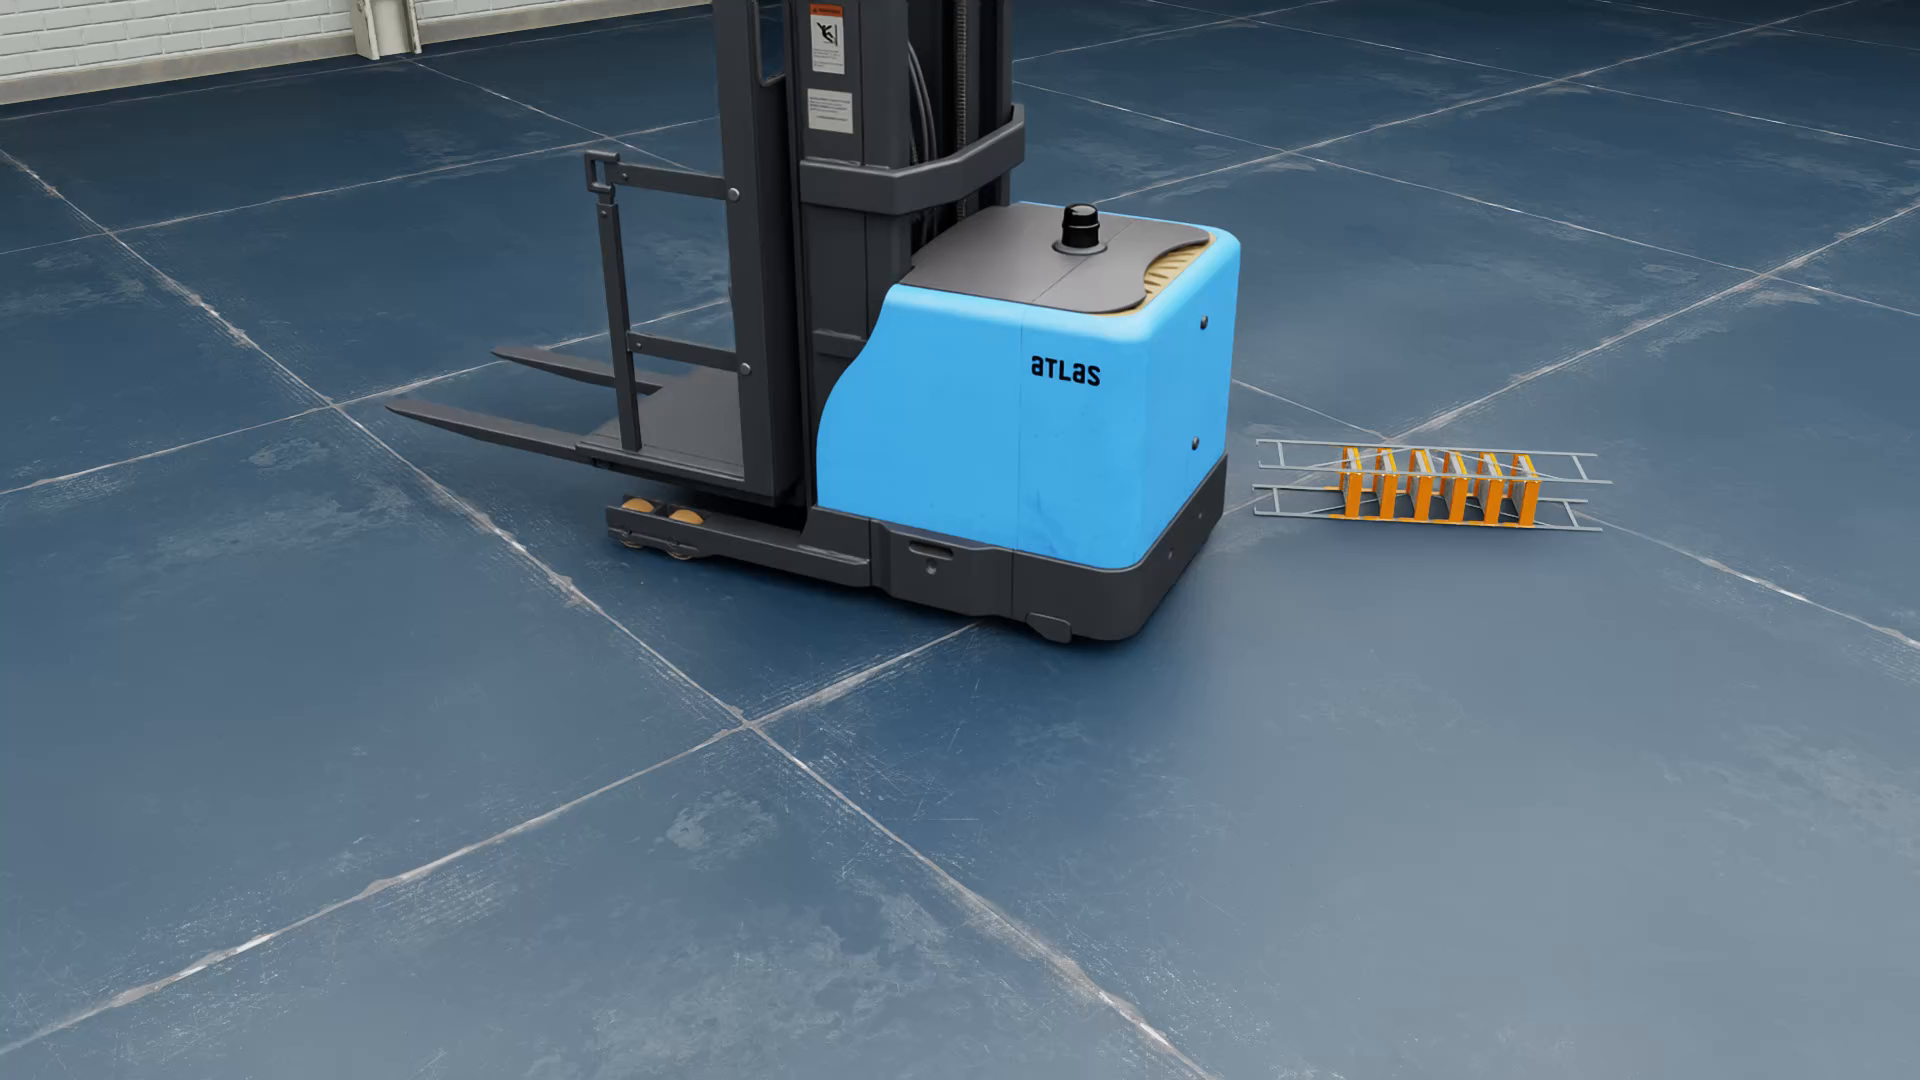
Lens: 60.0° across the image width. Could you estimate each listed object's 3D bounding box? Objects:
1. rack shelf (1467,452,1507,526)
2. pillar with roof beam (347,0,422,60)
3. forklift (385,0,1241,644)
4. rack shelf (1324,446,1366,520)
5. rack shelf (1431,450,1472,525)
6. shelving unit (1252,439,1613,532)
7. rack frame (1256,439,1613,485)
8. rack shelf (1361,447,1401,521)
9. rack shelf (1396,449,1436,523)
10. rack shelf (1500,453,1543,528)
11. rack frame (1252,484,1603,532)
[{"bbox_3d":[1.851,-0.188,5.896,0.103,0.180,0.258,3,28,5],"label":"rack shelf"},{"bbox_3d":[-1.575,-6.154,7.719,0.400,9.000,9.100,-22,35,-35],"label":"pillar with roof beam"},{"bbox_3d":[-0.644,-1.436,5.327,3.031,2.935,1.130,13,31,22],"label":"forklift"},{"bbox_3d":[1.374,-0.212,5.941,0.103,0.180,0.258,3,28,5],"label":"rack shelf"},{"bbox_3d":[1.732,-0.194,5.907,0.103,0.180,0.258,3,28,5],"label":"rack shelf"},{"bbox_3d":[1.657,-0.198,5.914,1.200,0.189,0.258,3,28,5],"label":"shelving unit"},{"bbox_3d":[1.657,-0.278,5.871,1.200,0.006,0.240,3,28,5],"label":"rack frame"},{"bbox_3d":[1.493,-0.206,5.930,0.103,0.180,0.258,3,28,5],"label":"rack shelf"},{"bbox_3d":[1.613,-0.200,5.919,0.103,0.180,0.258,3,28,5],"label":"rack shelf"},{"bbox_3d":[1.971,-0.182,5.885,0.103,0.180,0.258,3,28,5],"label":"rack shelf"},{"bbox_3d":[1.657,-0.117,5.958,1.200,0.006,0.240,3,28,5],"label":"rack frame"}]
